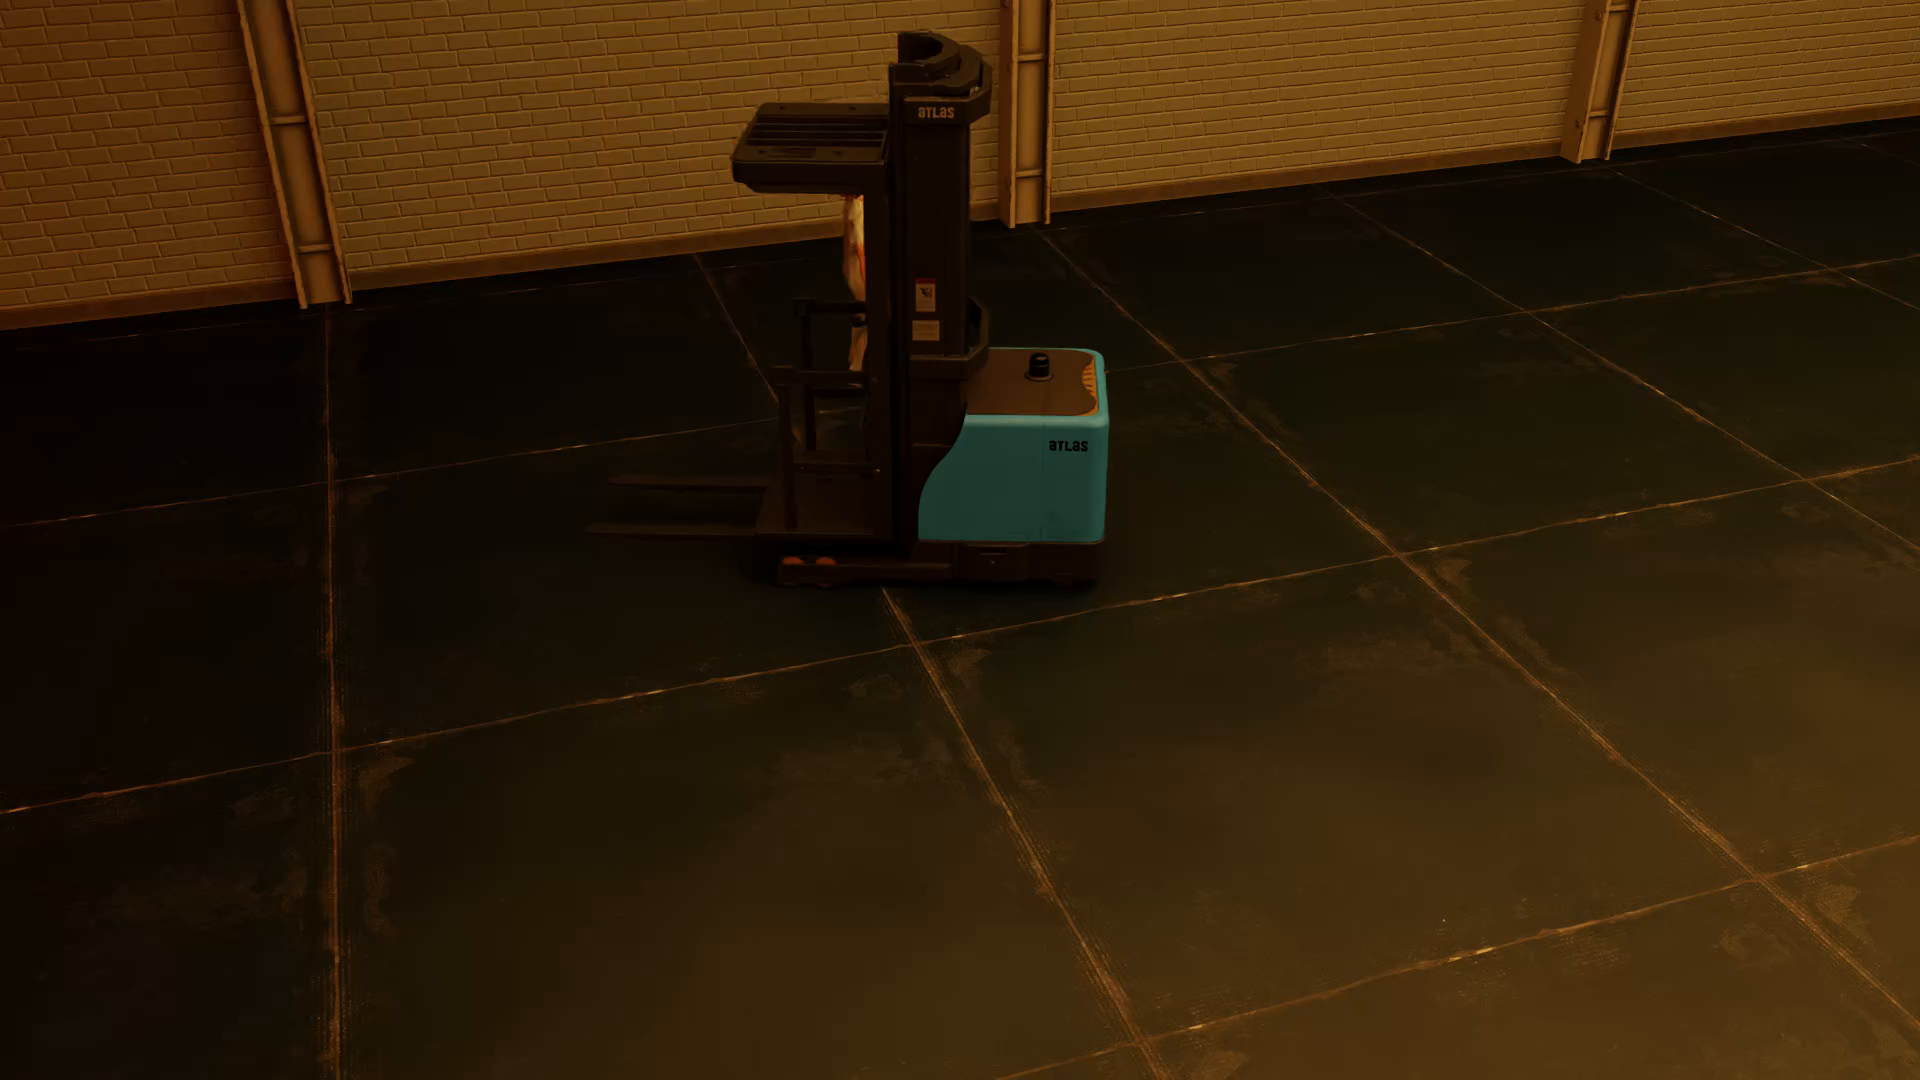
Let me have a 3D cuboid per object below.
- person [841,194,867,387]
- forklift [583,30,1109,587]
[{"bbox_3d":[-0.640,-1.846,11.577,0.387,1.655,0.663,-7,31,-13],"label":"person"},{"bbox_3d":[-0.670,-1.265,9.285,3.031,2.935,1.130,1,30,2],"label":"forklift"}]
